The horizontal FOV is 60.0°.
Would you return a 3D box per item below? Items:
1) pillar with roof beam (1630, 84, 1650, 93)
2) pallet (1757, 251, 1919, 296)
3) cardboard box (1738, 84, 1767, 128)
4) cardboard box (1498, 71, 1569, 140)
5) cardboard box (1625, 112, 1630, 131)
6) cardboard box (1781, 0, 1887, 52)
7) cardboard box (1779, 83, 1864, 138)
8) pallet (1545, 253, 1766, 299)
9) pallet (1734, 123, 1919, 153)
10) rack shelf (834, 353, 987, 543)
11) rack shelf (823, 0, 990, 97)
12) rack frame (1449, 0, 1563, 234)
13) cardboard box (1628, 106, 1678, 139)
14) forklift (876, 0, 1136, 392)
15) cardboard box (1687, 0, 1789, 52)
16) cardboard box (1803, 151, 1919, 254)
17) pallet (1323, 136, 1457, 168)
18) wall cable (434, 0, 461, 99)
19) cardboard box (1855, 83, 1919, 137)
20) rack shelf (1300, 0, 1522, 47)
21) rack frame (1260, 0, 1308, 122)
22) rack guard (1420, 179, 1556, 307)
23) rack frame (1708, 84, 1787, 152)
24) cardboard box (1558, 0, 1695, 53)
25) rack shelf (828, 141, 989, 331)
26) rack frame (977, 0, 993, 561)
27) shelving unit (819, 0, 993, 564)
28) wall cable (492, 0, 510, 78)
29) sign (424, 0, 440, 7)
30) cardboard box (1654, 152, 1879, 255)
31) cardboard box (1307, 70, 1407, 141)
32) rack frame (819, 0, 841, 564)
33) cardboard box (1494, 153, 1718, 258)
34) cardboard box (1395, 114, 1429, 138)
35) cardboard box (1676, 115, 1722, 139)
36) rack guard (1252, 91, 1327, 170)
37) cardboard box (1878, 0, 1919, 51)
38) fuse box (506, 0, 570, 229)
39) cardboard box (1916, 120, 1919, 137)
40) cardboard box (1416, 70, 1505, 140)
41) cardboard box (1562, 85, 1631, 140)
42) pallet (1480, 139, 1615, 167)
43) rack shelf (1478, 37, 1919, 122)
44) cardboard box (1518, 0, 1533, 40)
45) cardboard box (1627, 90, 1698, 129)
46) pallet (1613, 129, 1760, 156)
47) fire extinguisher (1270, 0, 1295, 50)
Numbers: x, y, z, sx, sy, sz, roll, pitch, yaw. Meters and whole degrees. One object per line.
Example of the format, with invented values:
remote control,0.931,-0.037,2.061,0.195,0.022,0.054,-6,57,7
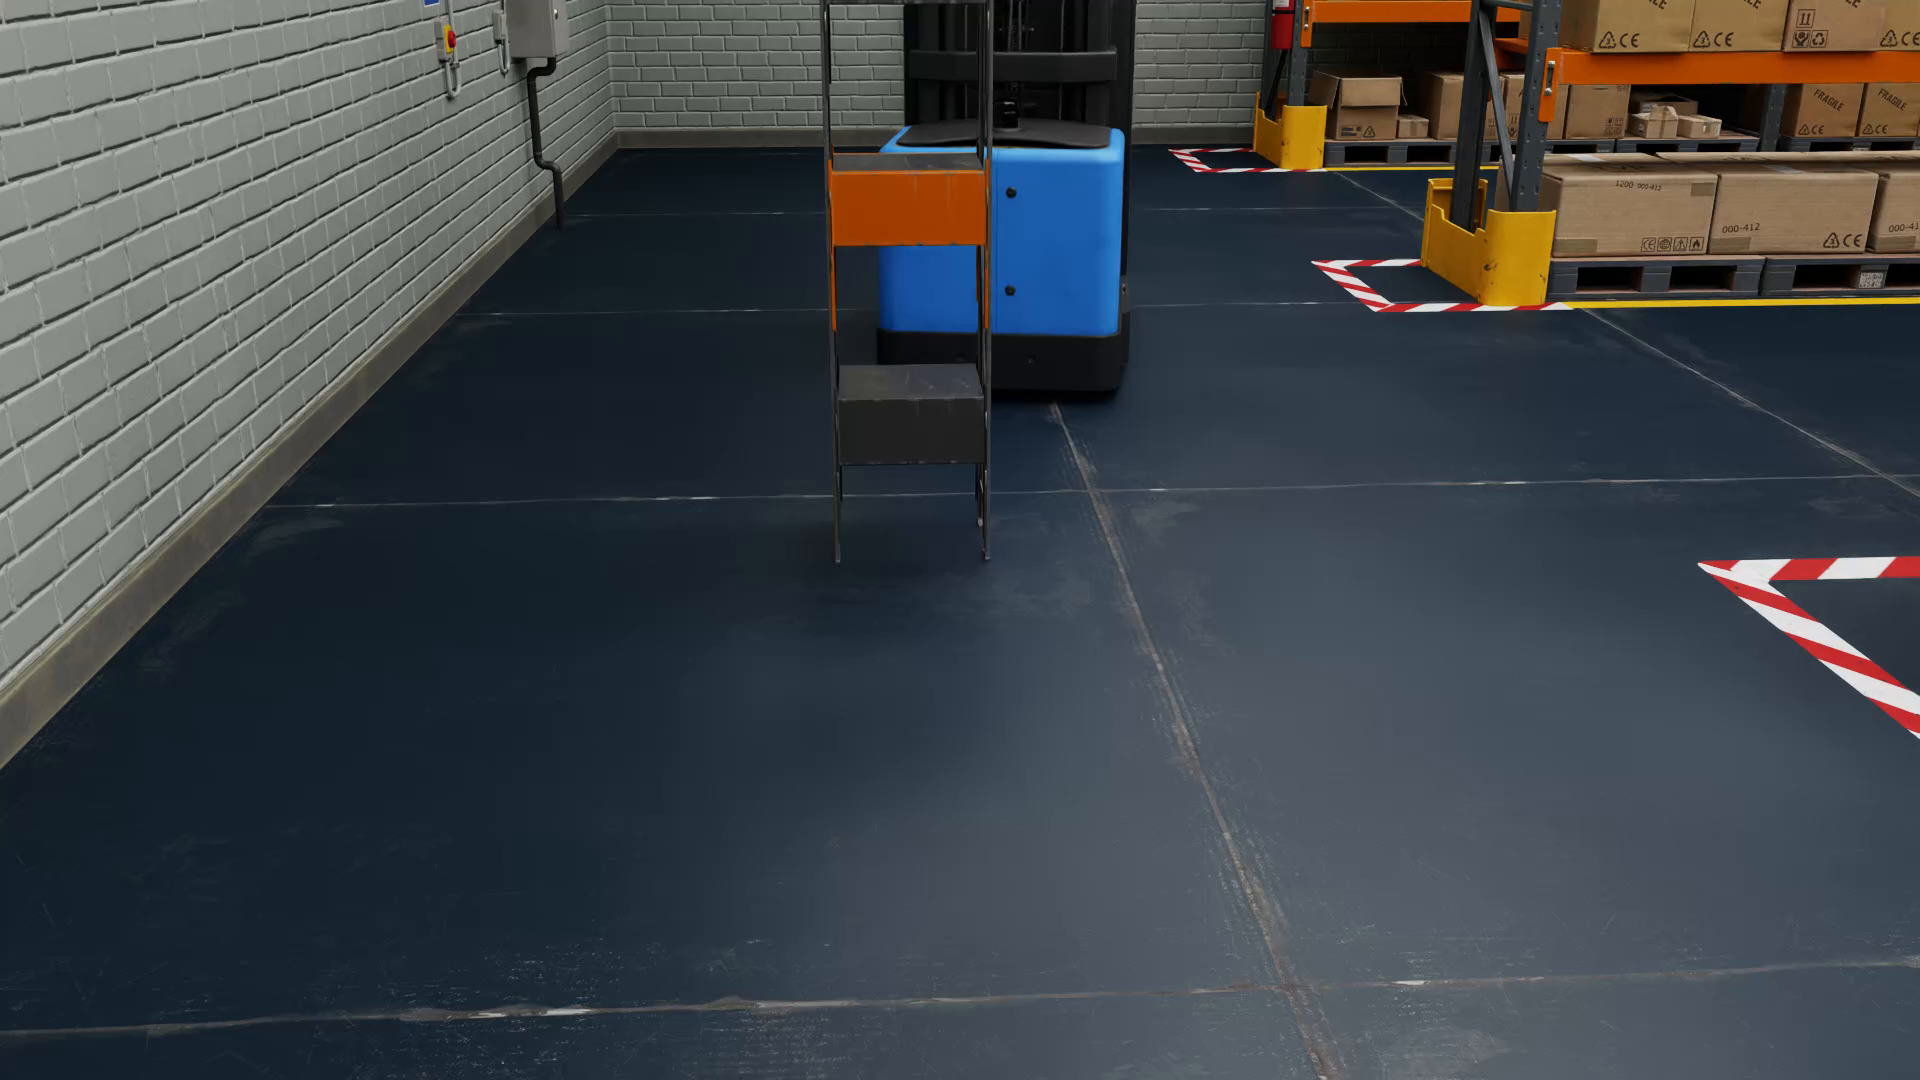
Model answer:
pillar with roof beam,6.181,-6.287,9.487,0.400,9.000,9.100,-1,21,-3
pallet,4.984,-1.627,9.597,1.213,0.211,1.003,-1,21,-3
cardboard box,7.155,-3.850,14.439,0.500,0.500,0.500,-1,21,-3
cardboard box,4.693,-3.611,13.812,0.500,0.500,0.500,-1,21,-2
cardboard box,5.576,-3.632,14.362,0.250,0.149,0.380,-1,21,-4
cardboard box,4.483,-2.841,8.726,0.500,0.500,0.500,-1,21,-3
cardboard box,7.177,-3.664,13.953,0.500,0.500,0.500,0,21,-1
pallet,3.769,-1.603,9.534,1.213,0.211,1.003,-1,21,-3
pallet,7.492,-3.433,14.342,1.213,0.211,1.003,-1,21,-3
rack shelf,-0.165,-0.311,5.492,0.480,0.518,0.431,-1,21,-3
rack shelf,-0.165,-1.619,4.994,0.480,0.518,0.431,-1,21,-3
rack frame,2.975,-2.862,8.923,0.127,3.000,1.000,-1,21,-3
cardboard box,5.786,-3.502,13.856,0.258,0.266,0.396,0,21,-1
forklift,0.303,-2.484,8.027,1.130,2.935,3.031,2,21,5
cardboard box,3.974,-2.837,8.715,0.500,0.500,0.500,-1,21,-4
cardboard box,5.442,-1.949,9.535,0.875,0.438,0.875,-2,21,-5
pallet,3.560,-3.340,14.097,1.213,0.211,1.003,-1,21,-3
wall cable,-2.653,-3.229,8.414,0.123,1.953,0.585,-1,21,-3
cardboard box,7.708,-3.679,13.991,0.500,0.500,0.500,-1,21,-4
rack shelf,4.685,-4.330,13.788,4.000,0.370,1.077,-1,21,-3
rack frame,2.688,-4.625,13.554,0.127,3.000,1.000,-1,21,-3
rack guard,2.951,-1.693,9.366,0.348,0.500,1.175,-1,21,-3
rack frame,6.682,-4.706,13.767,0.127,3.000,1.000,-1,21,-3
cardboard box,3.471,-2.817,8.662,0.500,0.500,0.500,-1,21,-3
rack shelf,-0.165,-0.965,5.243,0.480,0.518,0.431,-1,21,-3
rack frame,0.078,-0.983,5.252,0.015,2.100,0.400,-1,21,-3
shelving unit,-0.165,-0.978,5.239,0.503,2.100,0.431,-1,21,-3
wall cable,-2.746,-3.718,9.742,0.122,1.984,0.588,-1,21,-3
sign,-2.711,-2.847,8.504,0.001,0.218,0.327,-1,21,-3
cardboard box,4.542,-1.931,9.489,0.875,0.438,0.875,-1,21,-2
cardboard box,3.304,-3.634,13.867,0.637,0.503,0.797,-2,21,-5
rack frame,-0.409,-0.973,5.226,0.015,2.100,0.400,-1,21,-3
cardboard box,3.628,-1.910,9.432,0.875,0.438,0.875,-2,21,-5
cardboard box,3.731,-3.463,13.917,0.250,0.149,0.380,-2,21,-5
cardboard box,6.142,-3.455,13.896,0.250,0.149,0.380,-2,21,-5
rack guard,2.764,-3.459,14.002,0.348,0.500,1.175,-1,21,-3
cardboard box,4.982,-2.857,8.768,0.500,0.500,0.500,0,21,-1
fuse box,-2.627,-2.886,10.797,0.414,1.711,0.539,-1,21,-3
cardboard box,8.207,-3.687,14.013,0.500,0.500,0.500,-2,21,-5
cardboard box,4.160,-3.636,13.877,0.500,0.500,0.700,0,21,-1
cardboard box,5.196,-3.657,13.933,0.500,0.500,0.700,-2,21,-5
pallet,4.775,-3.364,14.160,1.213,0.211,1.003,-1,21,-3
rack shelf,4.972,-2.566,9.157,4.000,0.370,1.077,-1,21,-3
cardboard box,3.442,-3.013,9.177,0.500,0.500,0.500,-1,21,-3
cardboard box,6.009,-3.717,14.356,0.500,0.311,0.500,0,21,-1
pallet,5.996,-3.390,14.227,1.213,0.211,1.003,-1,21,-3
fire extinguisher,2.568,-4.248,13.195,0.183,0.674,0.296,-1,21,-3
